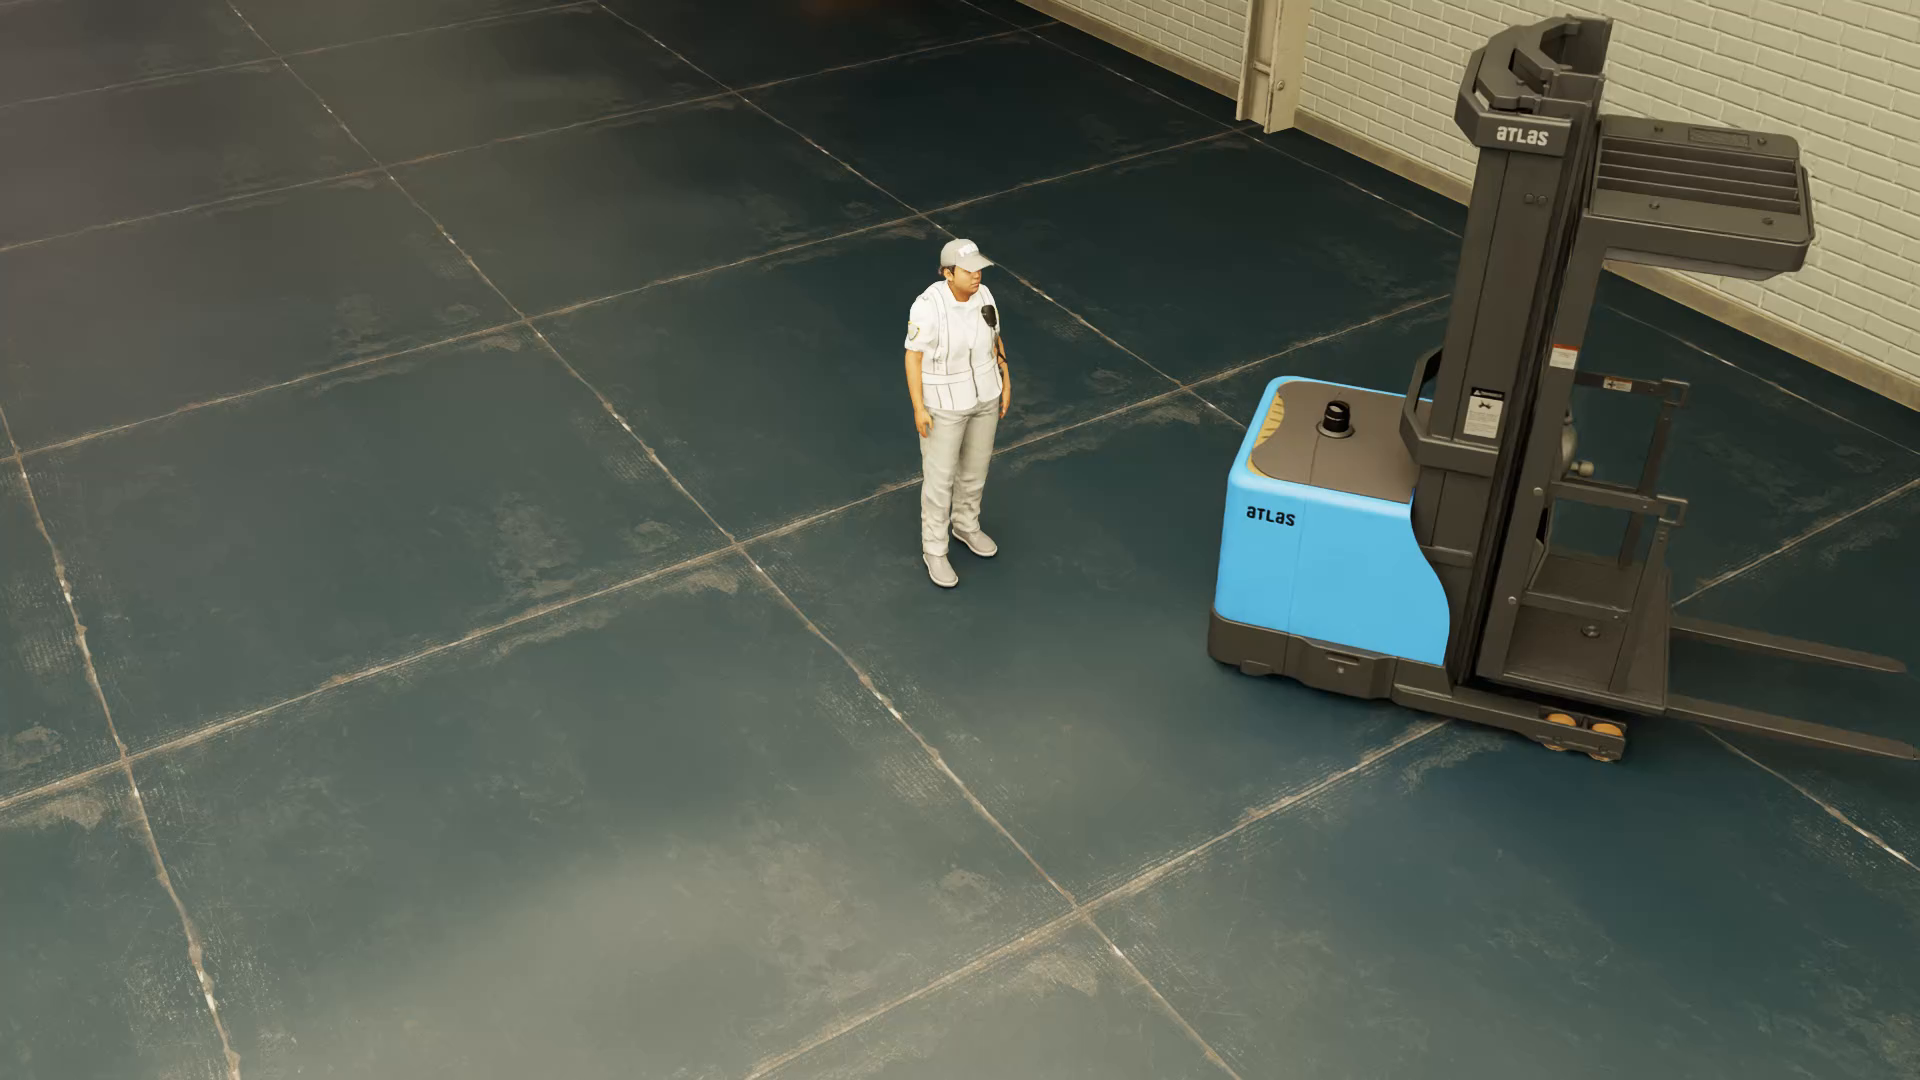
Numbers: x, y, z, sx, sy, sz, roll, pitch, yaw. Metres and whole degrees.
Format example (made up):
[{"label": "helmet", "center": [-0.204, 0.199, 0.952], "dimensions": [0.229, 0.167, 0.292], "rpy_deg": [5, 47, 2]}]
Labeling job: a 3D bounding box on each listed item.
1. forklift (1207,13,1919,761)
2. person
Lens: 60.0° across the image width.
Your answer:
[{"label": "forklift", "center": [2.737, -0.574, 6.964], "dimensions": [3.031, 2.935, 1.130], "rpy_deg": [12, 37, 16]}, {"label": "person", "center": [0.023, -0.644, 8.151], "dimensions": [0.599, 1.670, 0.529], "rpy_deg": [-21, 40, -27]}]
